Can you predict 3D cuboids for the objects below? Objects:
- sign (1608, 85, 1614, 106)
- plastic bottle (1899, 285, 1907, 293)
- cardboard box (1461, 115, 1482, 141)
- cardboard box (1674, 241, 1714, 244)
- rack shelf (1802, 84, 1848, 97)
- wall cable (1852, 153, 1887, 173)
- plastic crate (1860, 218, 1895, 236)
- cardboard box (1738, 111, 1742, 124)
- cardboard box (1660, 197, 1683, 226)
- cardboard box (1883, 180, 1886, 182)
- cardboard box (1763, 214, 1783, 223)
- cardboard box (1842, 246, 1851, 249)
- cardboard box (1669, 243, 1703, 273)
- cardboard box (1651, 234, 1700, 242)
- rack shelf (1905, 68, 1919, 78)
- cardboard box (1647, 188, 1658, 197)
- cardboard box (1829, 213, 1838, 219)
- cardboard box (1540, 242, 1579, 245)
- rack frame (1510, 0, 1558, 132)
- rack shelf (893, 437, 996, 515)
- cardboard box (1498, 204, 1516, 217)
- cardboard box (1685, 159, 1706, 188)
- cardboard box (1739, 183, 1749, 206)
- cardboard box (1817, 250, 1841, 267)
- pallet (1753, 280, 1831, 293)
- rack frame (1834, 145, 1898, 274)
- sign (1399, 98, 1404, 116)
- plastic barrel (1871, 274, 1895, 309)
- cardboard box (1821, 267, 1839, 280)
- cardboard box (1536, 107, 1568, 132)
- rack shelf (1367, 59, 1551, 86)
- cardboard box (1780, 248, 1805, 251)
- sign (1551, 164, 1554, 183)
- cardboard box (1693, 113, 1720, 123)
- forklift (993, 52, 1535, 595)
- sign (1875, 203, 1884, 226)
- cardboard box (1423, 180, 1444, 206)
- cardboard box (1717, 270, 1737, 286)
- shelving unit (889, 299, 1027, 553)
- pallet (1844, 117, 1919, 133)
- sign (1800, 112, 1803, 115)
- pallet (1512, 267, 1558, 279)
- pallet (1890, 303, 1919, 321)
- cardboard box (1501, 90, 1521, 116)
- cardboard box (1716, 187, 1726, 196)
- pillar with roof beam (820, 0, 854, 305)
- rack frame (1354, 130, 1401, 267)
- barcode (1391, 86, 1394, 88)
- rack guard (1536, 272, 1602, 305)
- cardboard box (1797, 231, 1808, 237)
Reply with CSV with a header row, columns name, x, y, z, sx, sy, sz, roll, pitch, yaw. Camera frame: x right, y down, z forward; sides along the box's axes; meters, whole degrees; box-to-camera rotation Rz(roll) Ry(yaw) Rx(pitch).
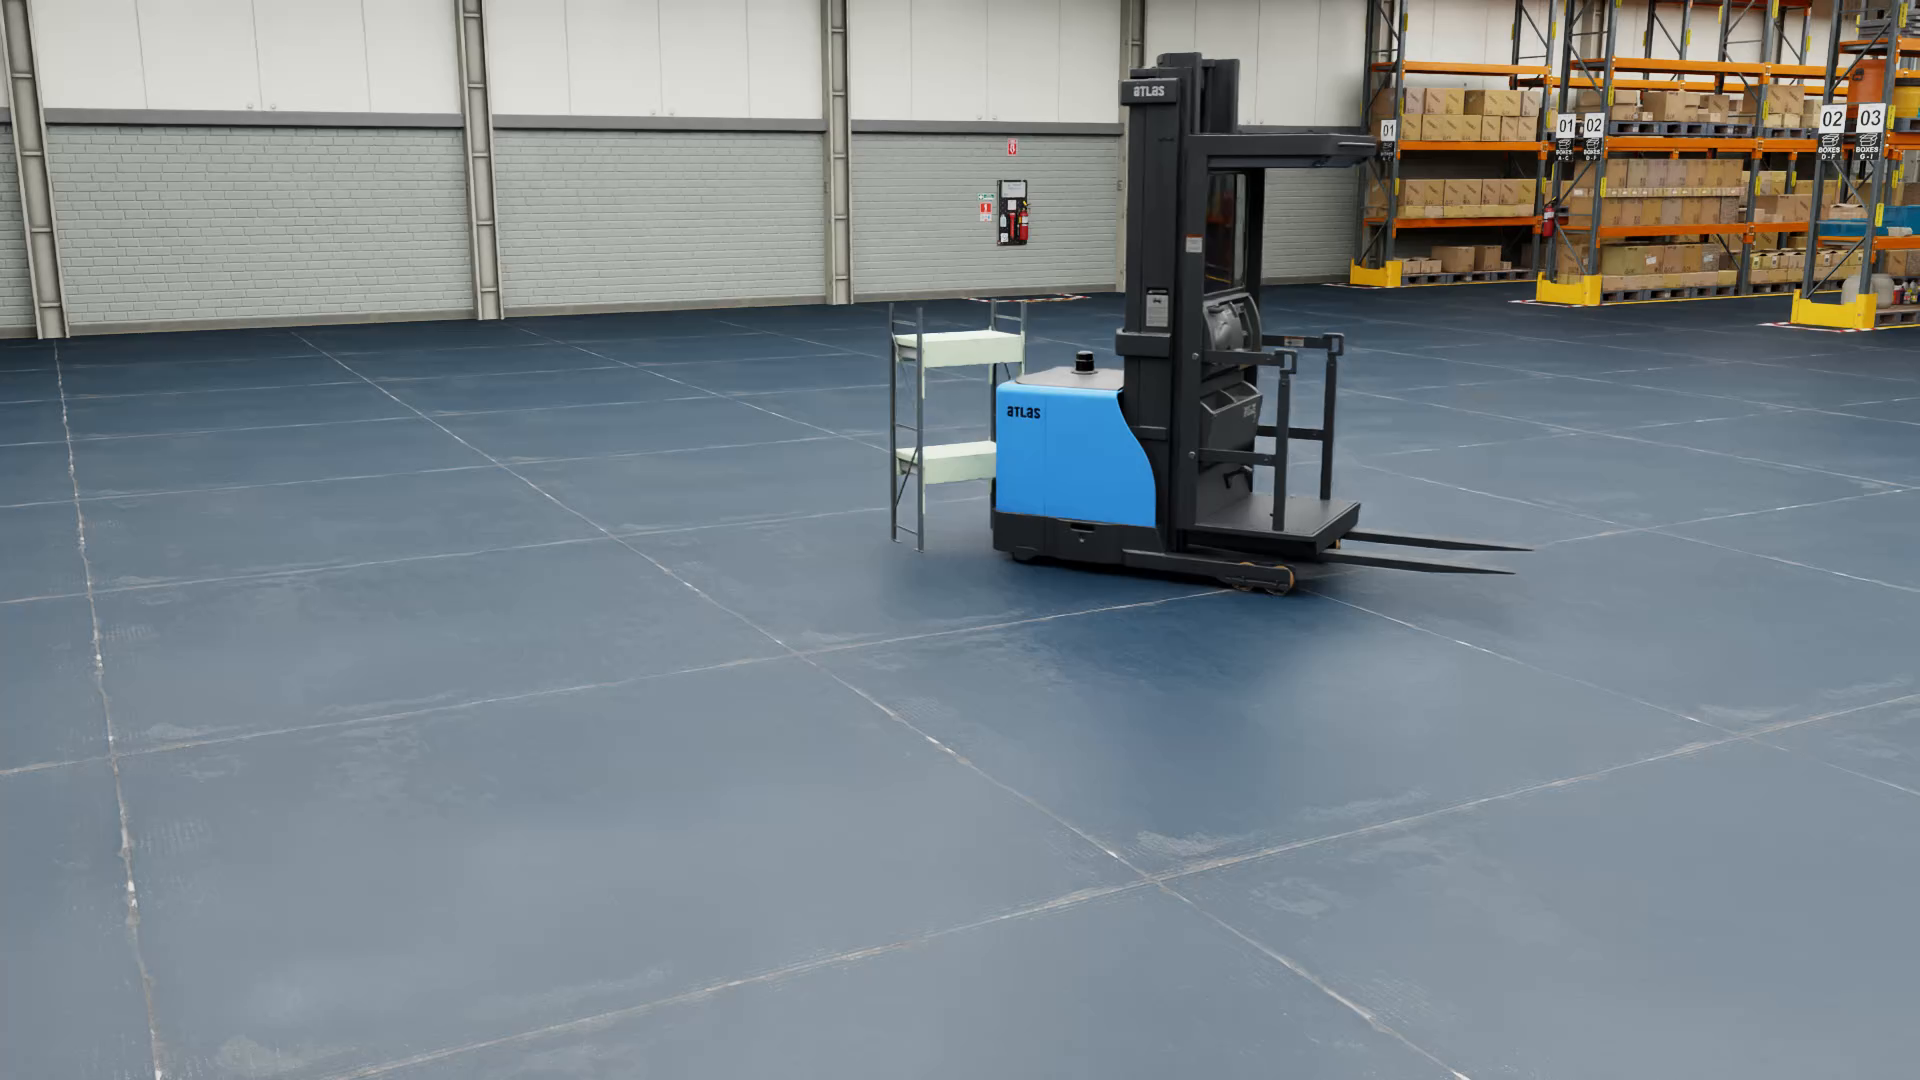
name,x,y,z,sx,sy,sz,roll,pitch,yaw
sign,10.890,-7.436,27.817,0.005,0.325,0.100,-7,14,-28
plastic bottle,14.757,-3.860,26.130,0.135,0.276,0.152,-7,15,-29
cardboard box,10.068,-8.244,33.304,0.500,0.500,0.500,-6,14,-24
cardboard box,13.583,-5.277,30.824,0.500,0.500,0.500,-7,14,-28
rack shelf,20.541,-10.423,38.978,4.000,0.370,1.077,-7,14,-28
wall cable,22.967,-9.066,41.746,1.851,1.984,0.084,-7,14,-28
plastic crate,13.868,-4.765,25.291,0.408,0.251,0.499,-7,14,-28
cardboard box,17.503,-9.416,37.557,0.500,0.500,0.700,-7,15,-29
cardboard box,12.403,-5.874,29.652,0.500,0.500,0.700,-6,14,-26
cardboard box,21.853,-8.344,40.169,0.700,0.700,0.980,-6,14,-25
cardboard box,15.016,-5.968,30.866,0.250,0.149,0.380,-7,14,-28
cardboard box,20.849,-7.040,39.795,0.500,0.500,0.700,-7,15,-30
cardboard box,12.956,-5.071,29.908,0.500,0.500,0.500,-7,14,-28
cardboard box,15.983,-6.619,37.130,0.750,0.750,0.750,-7,14,-29
rack shelf,19.407,-9.048,32.868,4.000,0.370,1.077,-7,14,-28
cardboard box,11.982,-6.089,29.130,0.250,0.149,0.380,-7,15,-30
cardboard box,16.559,-6.189,31.852,0.250,0.149,0.380,-6,14,-24
cardboard box,12.831,-6.130,35.708,0.500,0.500,0.700,-7,15,-29
rack frame,11.763,-9.917,34.181,0.127,3.000,1.000,-7,14,-28
rack shelf,-0.014,-0.414,10.516,0.720,0.370,0.431,-7,14,-29
cardboard box,11.052,-6.768,34.147,0.500,0.250,0.500,-7,14,-28
cardboard box,12.871,-6.564,29.762,0.500,0.500,0.700,-7,14,-28
cardboard box,17.613,-7.832,37.627,0.500,0.500,0.500,-7,14,-28
cardboard box,16.412,-5.383,31.725,0.500,0.311,0.500,-7,14,-28
pallet,15.840,-4.890,31.857,1.213,0.211,1.003,-7,14,-28
rack frame,17.651,-6.457,32.469,0.127,3.000,1.000,-7,14,-28
sign,8.513,-8.355,32.080,0.005,0.325,0.100,-7,14,-28
plastic barrel,13.980,-3.788,25.320,0.421,0.512,0.421,0,13,0
cardboard box,16.413,-5.111,31.793,0.500,0.250,0.500,-6,14,-27
cardboard box,12.282,-8.750,34.640,0.500,0.500,0.500,-5,13,-20
rack shelf,10.008,-9.354,33.325,4.000,0.370,1.077,-7,14,-28
cardboard box,16.145,-5.485,32.181,0.500,0.311,0.500,-7,15,-29
sign,10.381,-6.402,29.047,0.005,0.325,0.100,-7,14,-28
cardboard box,13.212,-7.471,29.438,0.250,0.149,0.380,-7,14,-28
forklift,1.750,-1.255,9.509,3.031,2.935,1.130,6,14,26
sign,13.259,-4.689,23.982,0.005,0.325,0.100,-7,14,-28
cardboard box,9.254,-6.915,33.090,0.500,0.500,0.500,-7,14,-28
cardboard box,13.838,-4.809,30.451,0.500,0.250,0.500,-7,14,-28
shelving unit,-0.014,-0.732,10.444,0.755,1.500,0.431,-7,14,-29
pallet,13.772,-6.100,24.480,1.213,0.211,1.003,-7,14,-28
sign,19.054,-9.598,37.698,0.005,0.325,0.100,-7,14,-28
pallet,12.446,-5.712,35.511,1.213,0.211,1.003,-7,14,-28
pallet,14.829,-3.529,25.809,1.213,0.211,1.003,-7,14,-28
cardboard box,10.975,-8.835,33.654,0.500,0.500,0.500,-6,14,-25
cardboard box,13.558,-6.278,29.968,0.250,0.149,0.380,-7,15,-30
pillar with roof beam,-0.018,-7.645,24.083,0.400,9.000,9.100,-7,14,-28
rack frame,8.252,-6.570,32.969,0.127,3.000,1.000,-7,14,-28
barcode,8.636,-9.033,33.214,0.075,0.075,0.001,-7,14,-28
rack guard,10.608,-4.393,28.992,0.348,0.500,1.175,-7,14,-28
cardboard box,19.879,-7.194,39.002,0.250,0.149,0.380,-6,14,-26
